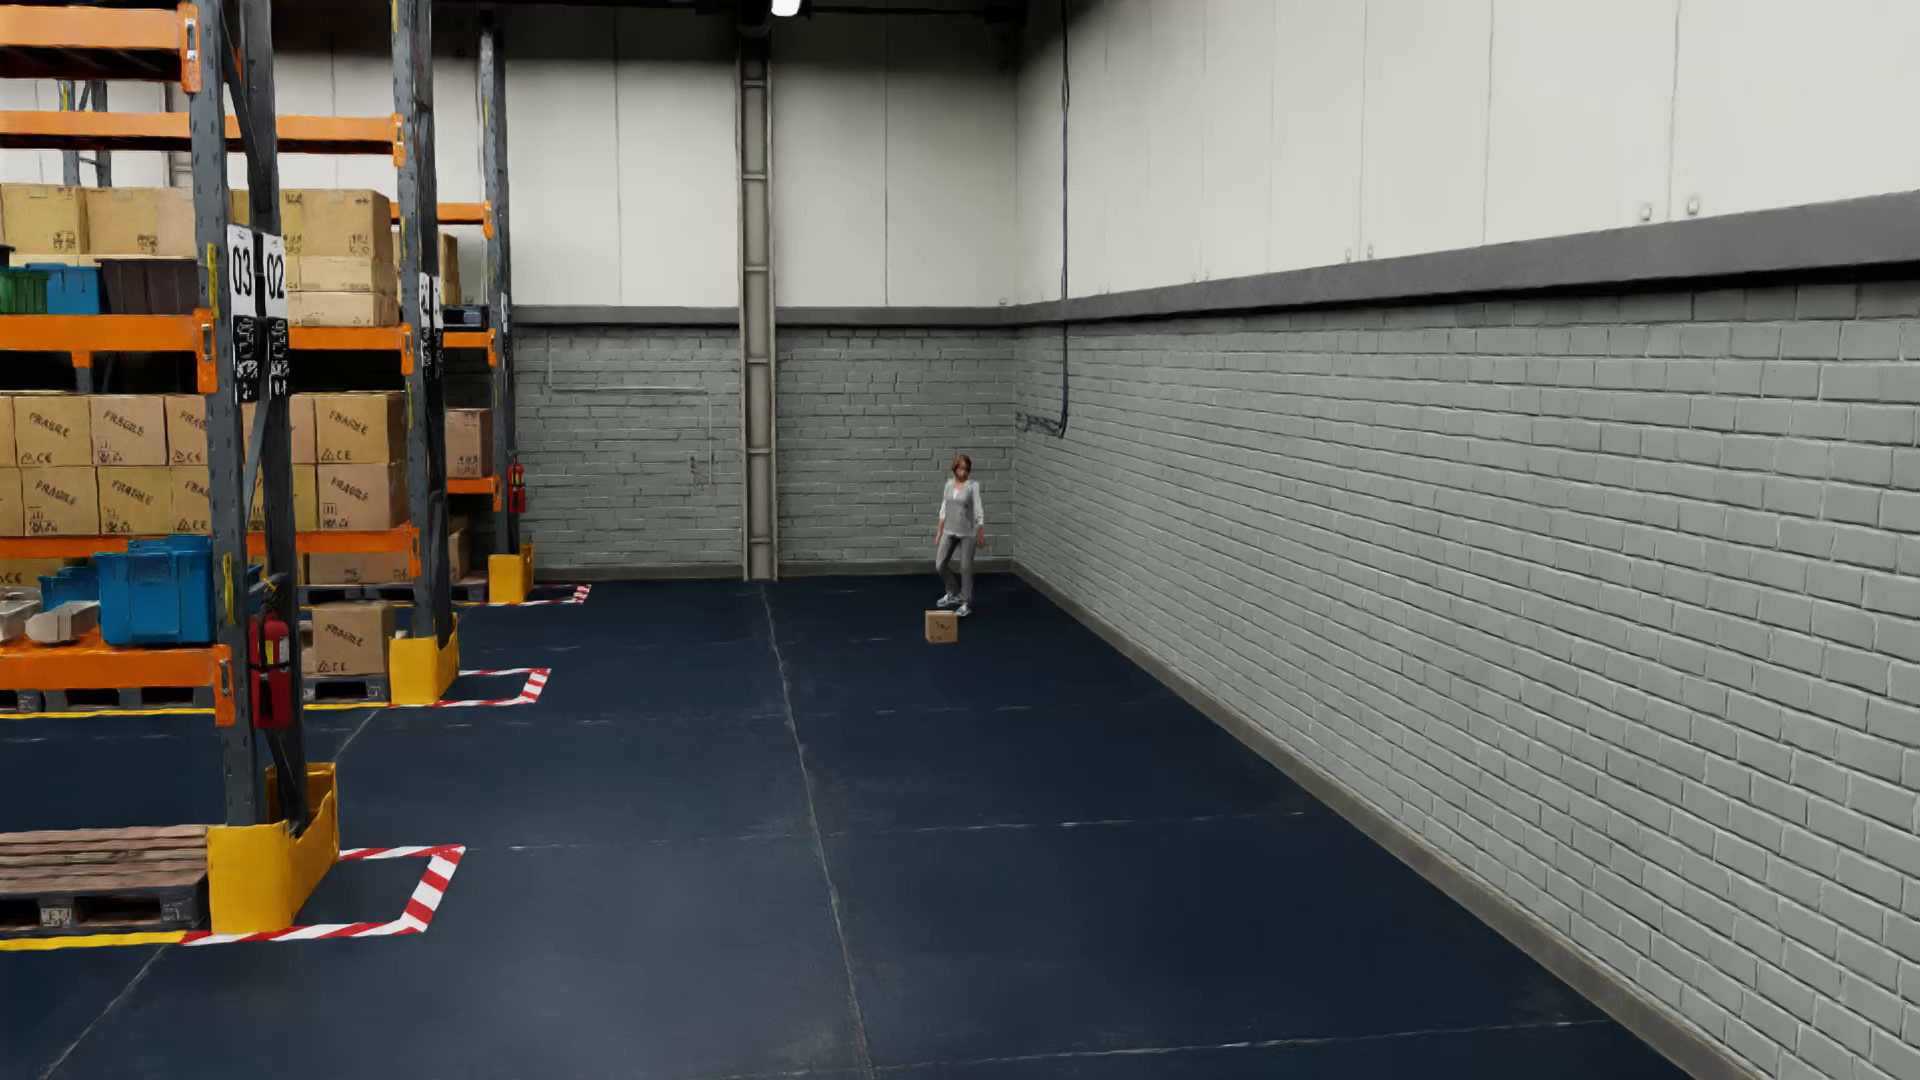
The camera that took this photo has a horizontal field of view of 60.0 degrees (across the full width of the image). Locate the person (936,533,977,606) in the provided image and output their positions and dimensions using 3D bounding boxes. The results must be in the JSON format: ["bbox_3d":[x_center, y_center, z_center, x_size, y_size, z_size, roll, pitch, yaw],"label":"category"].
[{"bbox_3d":[-0.006,0.234,16.362,0.400,0.876,0.380,4,8,28],"label":"person"}]
